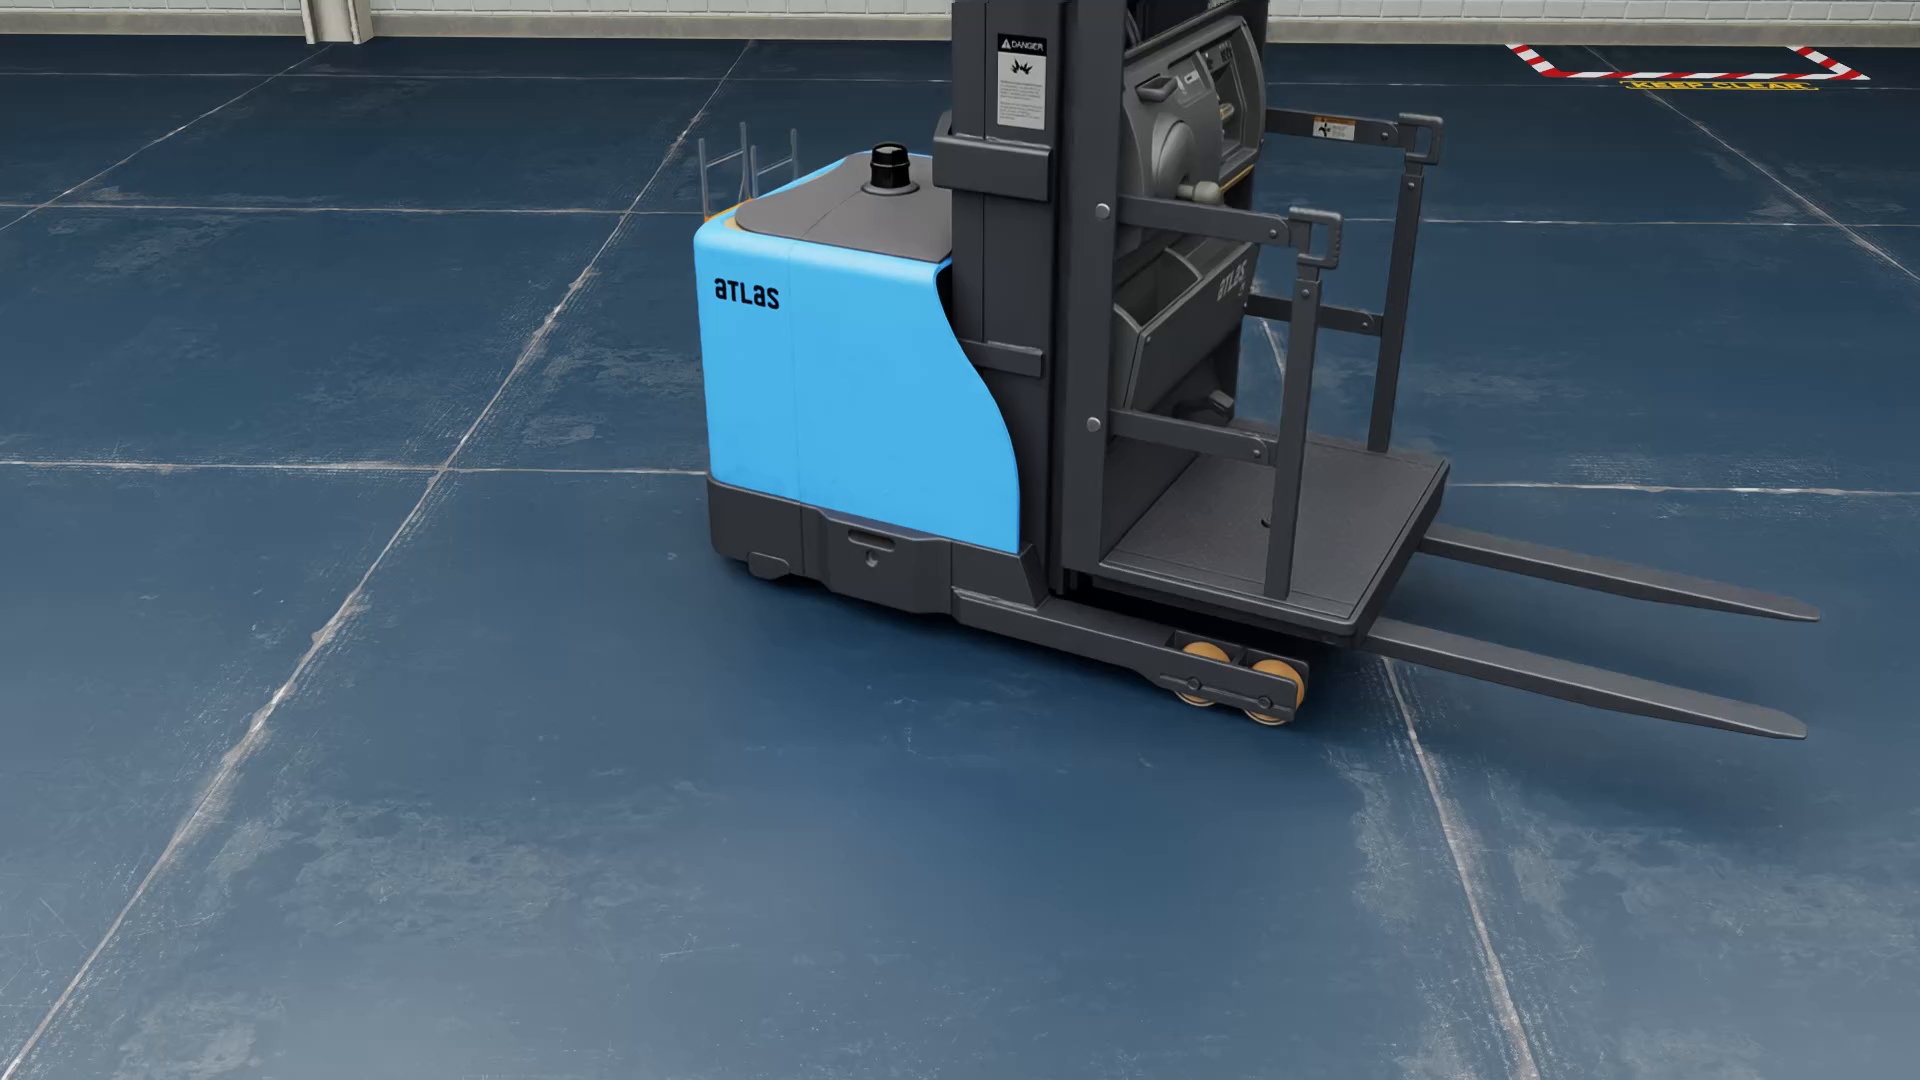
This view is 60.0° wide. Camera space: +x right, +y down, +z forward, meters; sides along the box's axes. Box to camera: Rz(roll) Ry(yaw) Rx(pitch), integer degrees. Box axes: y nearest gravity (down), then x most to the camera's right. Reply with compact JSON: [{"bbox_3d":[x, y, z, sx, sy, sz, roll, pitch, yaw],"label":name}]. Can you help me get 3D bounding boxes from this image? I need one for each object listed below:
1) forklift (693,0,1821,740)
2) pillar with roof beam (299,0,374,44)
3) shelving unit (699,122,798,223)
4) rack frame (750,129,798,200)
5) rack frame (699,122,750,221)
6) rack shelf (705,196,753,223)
[{"bbox_3d":[0.791,-1.097,4.189,3.031,2.935,1.130,14,31,24],"label":"forklift"},{"bbox_3d":[-4.671,-5.616,6.237,0.400,9.000,9.100,1,28,2],"label":"pillar with roof beam"},{"bbox_3d":[-0.636,-0.686,5.263,0.189,1.200,0.258,14,31,24],"label":"shelving unit"},{"bbox_3d":[-0.555,-0.666,5.226,0.006,1.200,0.240,14,31,24],"label":"rack frame"},{"bbox_3d":[-0.717,-0.705,5.300,0.006,1.200,0.240,14,31,24],"label":"rack frame"},{"bbox_3d":[-0.636,-0.965,5.115,0.180,0.103,0.258,14,31,24],"label":"rack shelf"}]
